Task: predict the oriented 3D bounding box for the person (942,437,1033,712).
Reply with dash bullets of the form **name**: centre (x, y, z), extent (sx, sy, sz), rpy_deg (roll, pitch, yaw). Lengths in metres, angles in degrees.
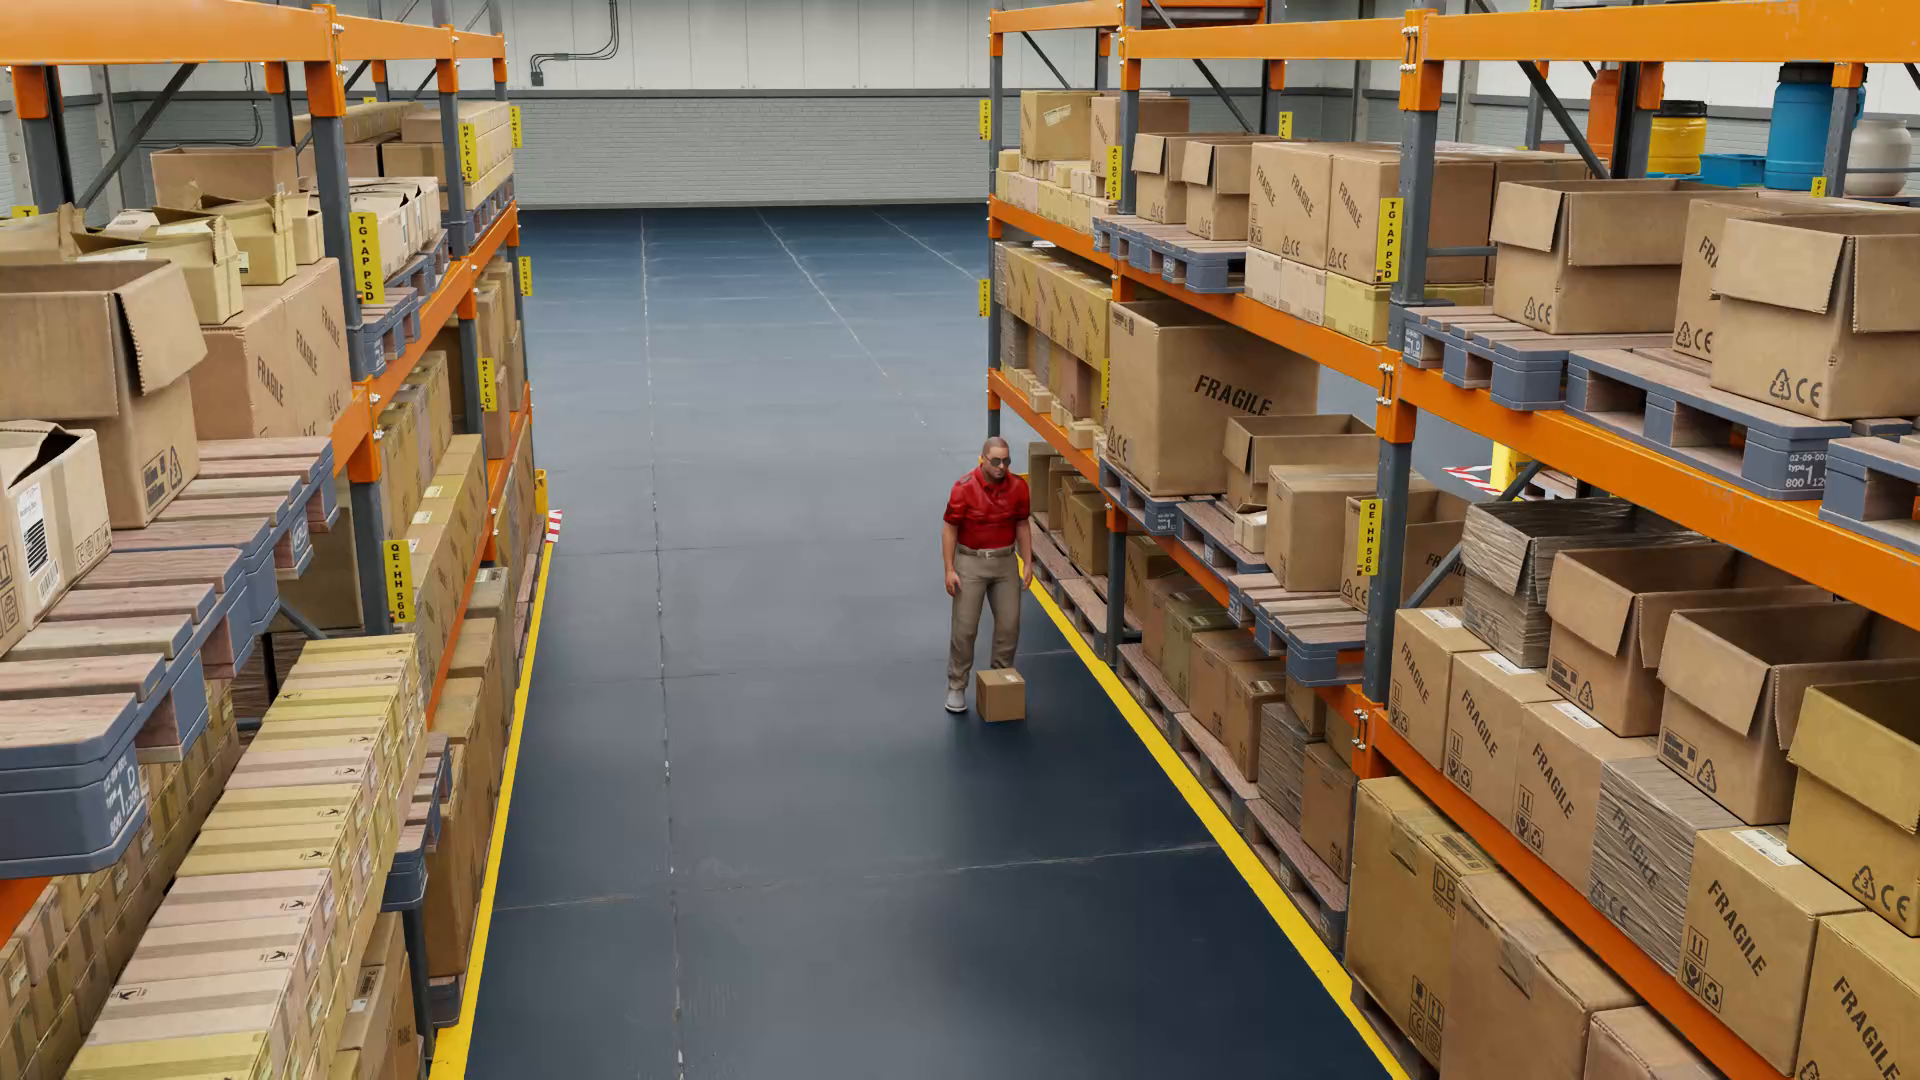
- **person**: centre (0.172, 0.191, 10.402), extent (0.608, 1.726, 0.394), rpy_deg (-5, 17, -17)
